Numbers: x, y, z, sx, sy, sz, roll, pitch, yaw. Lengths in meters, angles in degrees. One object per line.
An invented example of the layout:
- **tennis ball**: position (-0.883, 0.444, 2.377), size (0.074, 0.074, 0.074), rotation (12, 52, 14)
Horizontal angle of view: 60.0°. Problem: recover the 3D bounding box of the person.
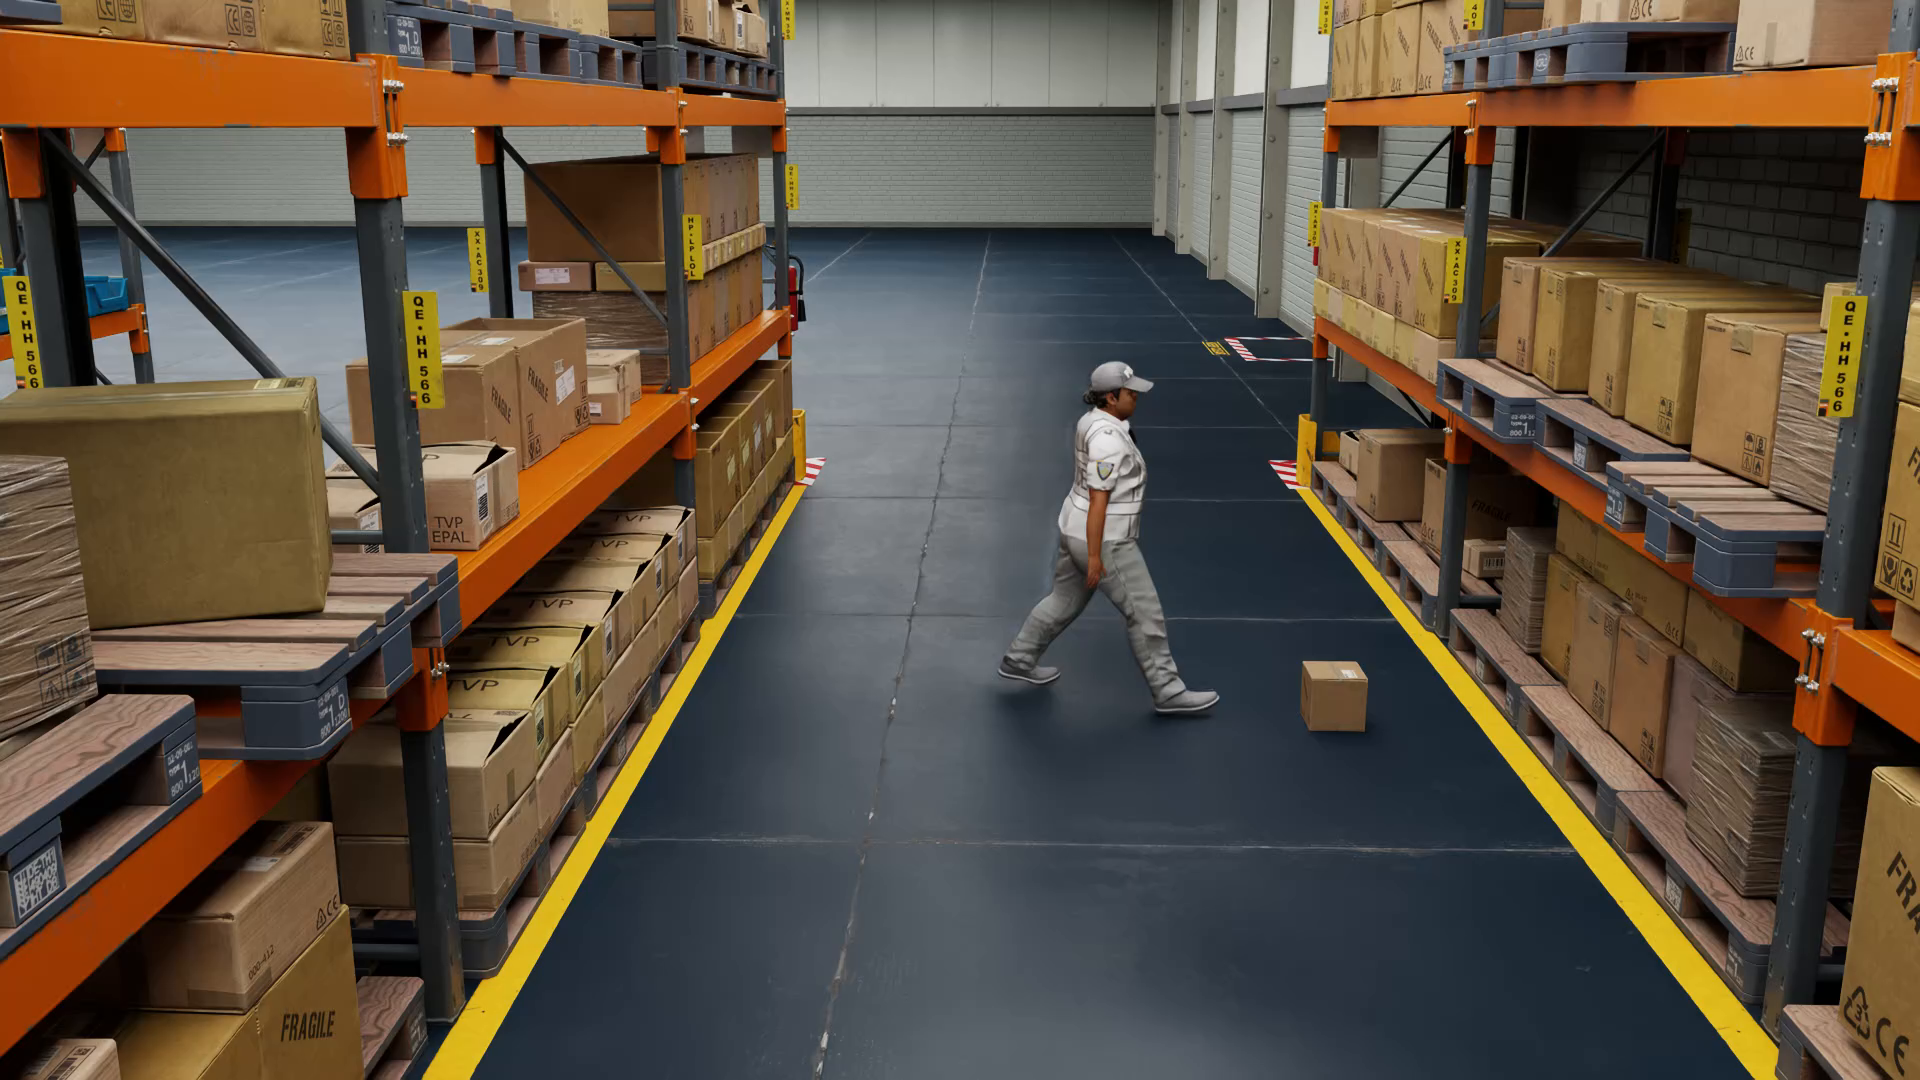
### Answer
- **person**: position (0.725, -0.028, 7.622), size (0.974, 1.620, 0.546), rotation (0, 14, 1)
